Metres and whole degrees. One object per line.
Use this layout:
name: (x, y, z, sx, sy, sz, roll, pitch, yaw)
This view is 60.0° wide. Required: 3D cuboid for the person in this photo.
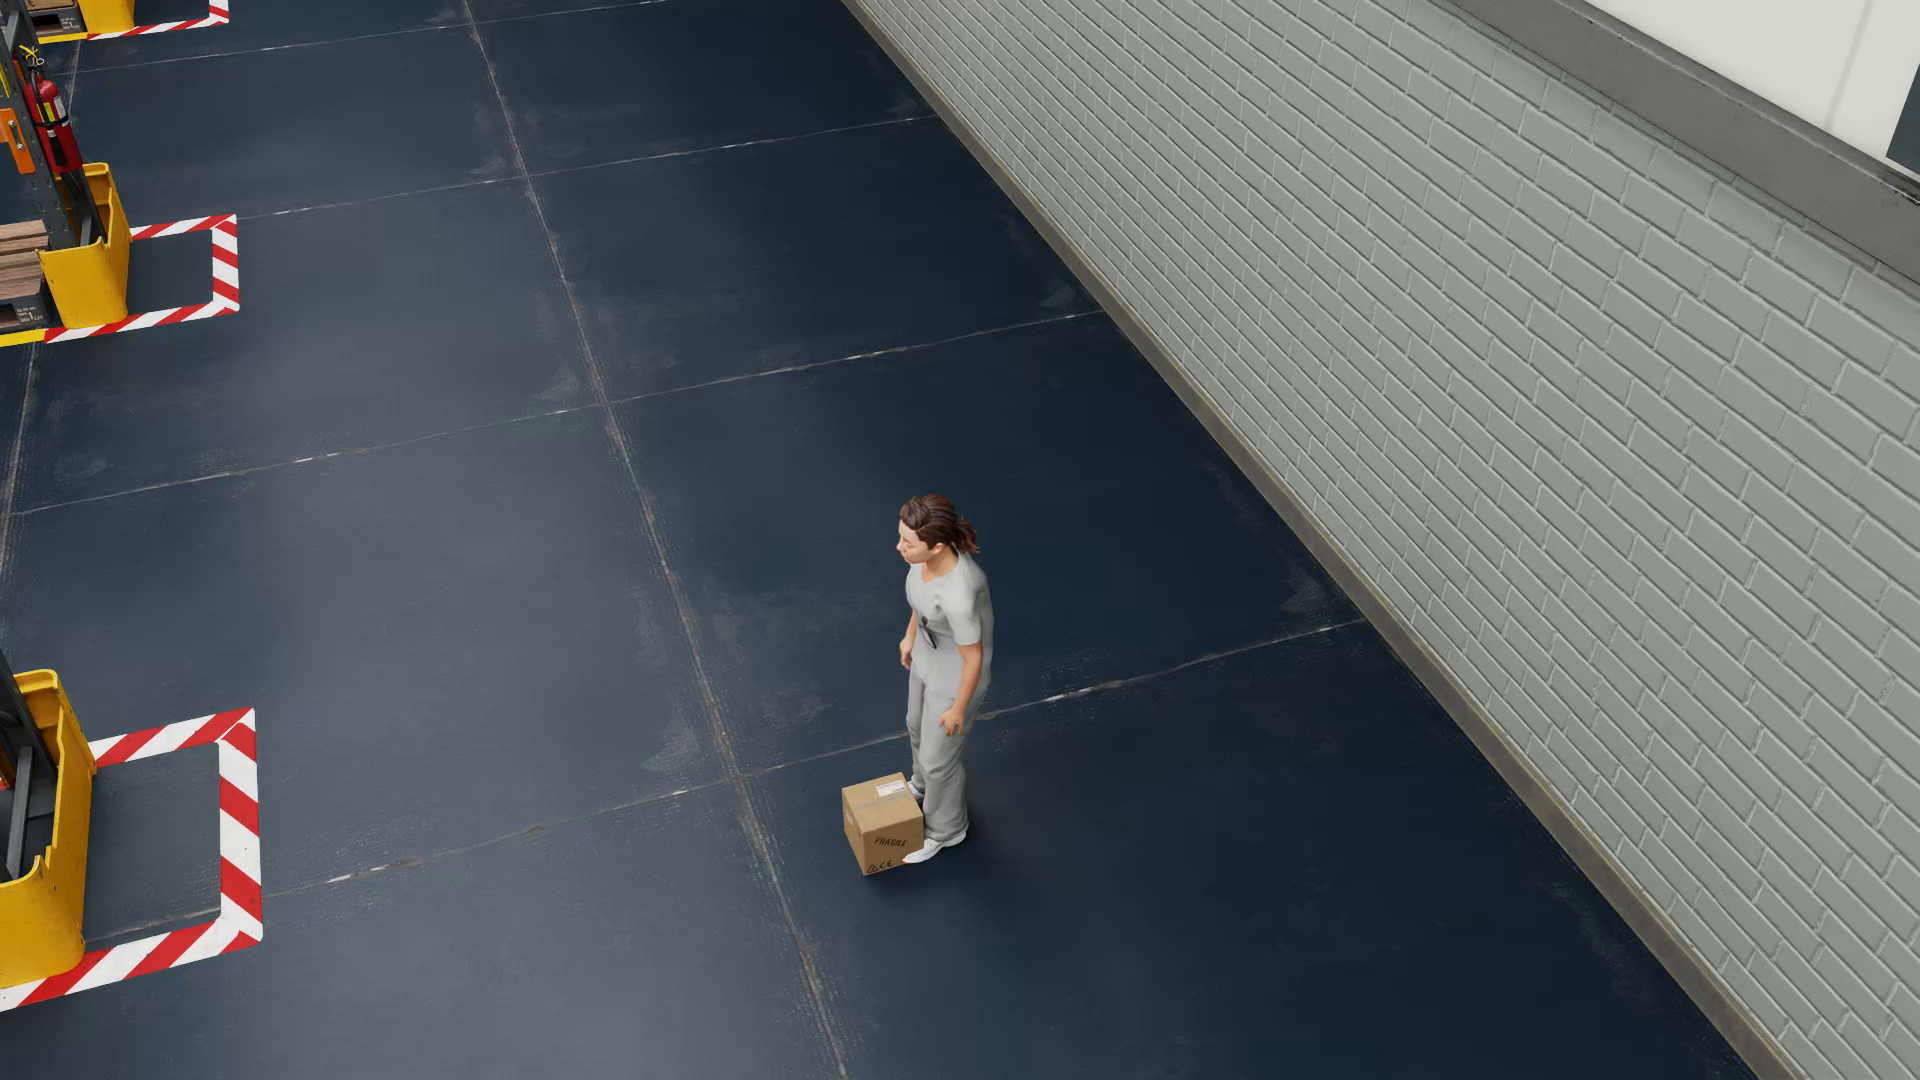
person: (-0.096, 0.501, 6.140, 0.407, 1.673, 0.511, -14, 40, -18)
